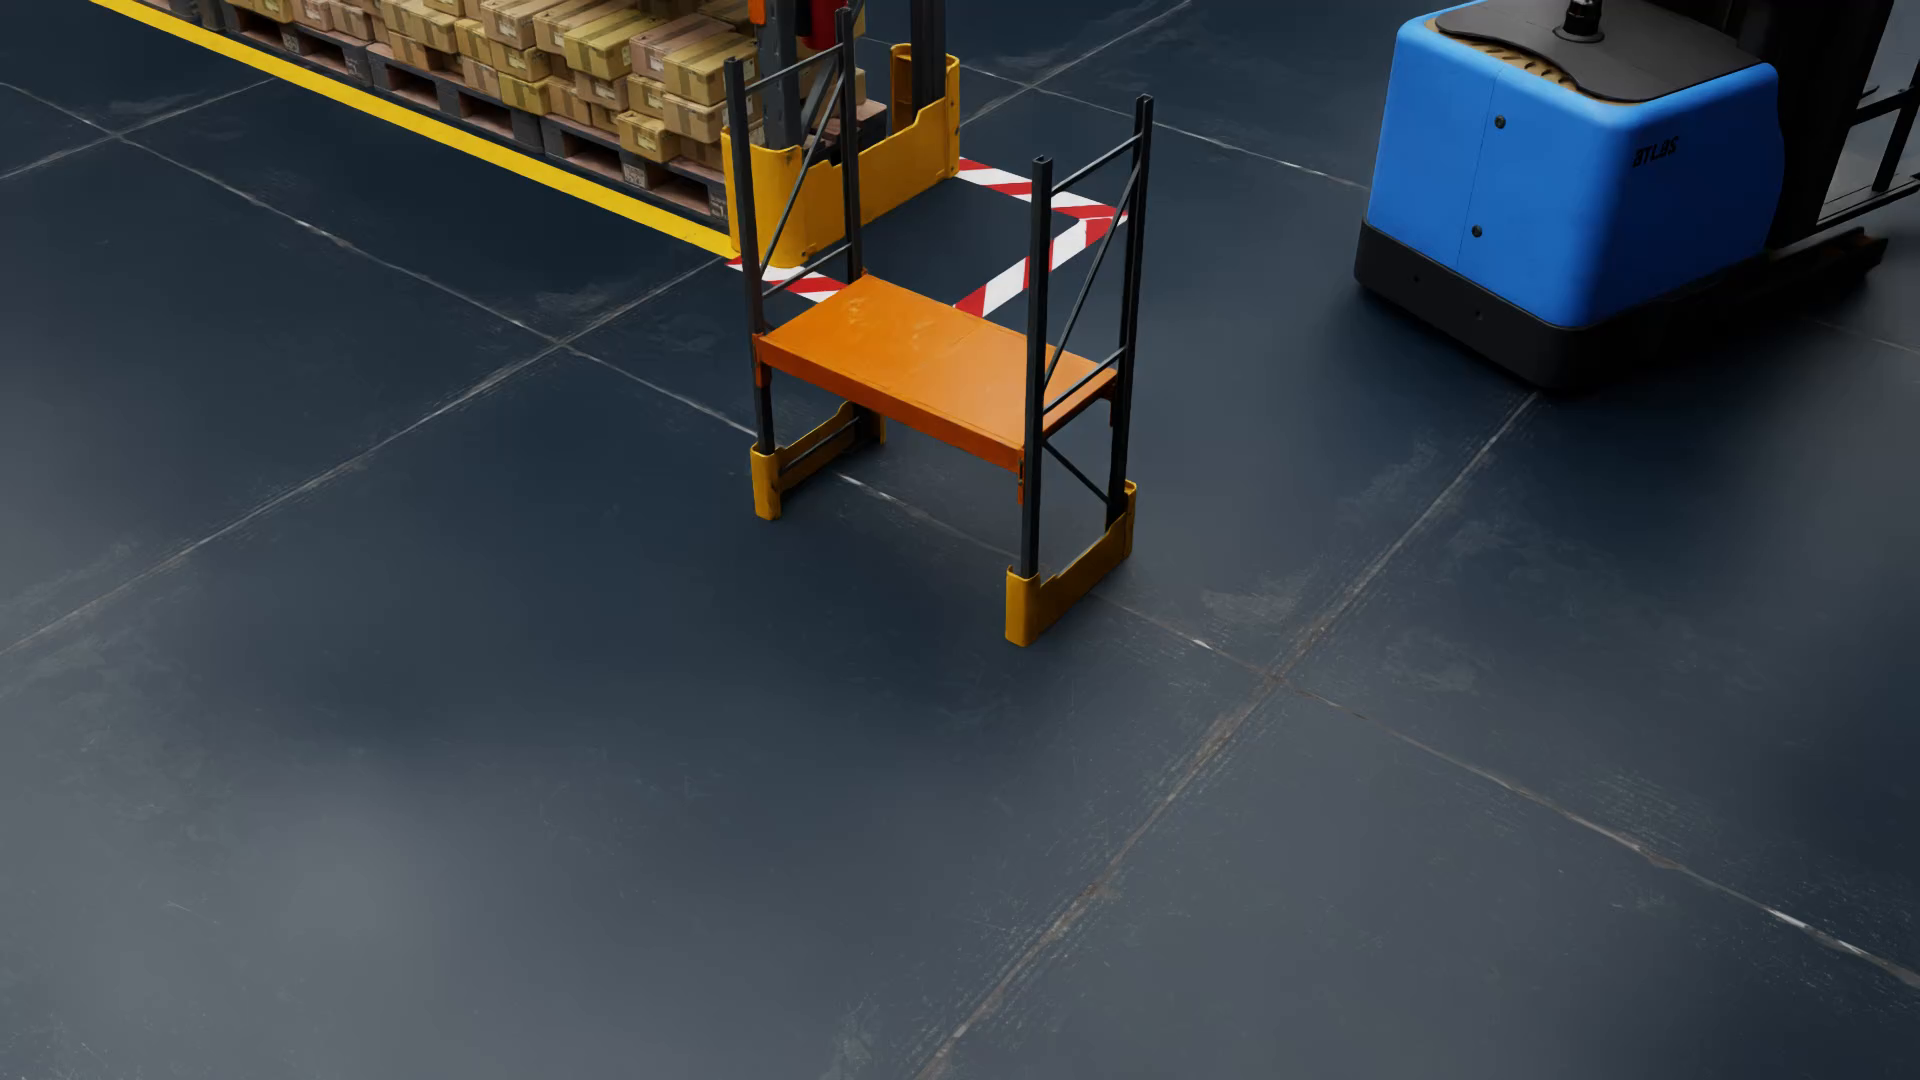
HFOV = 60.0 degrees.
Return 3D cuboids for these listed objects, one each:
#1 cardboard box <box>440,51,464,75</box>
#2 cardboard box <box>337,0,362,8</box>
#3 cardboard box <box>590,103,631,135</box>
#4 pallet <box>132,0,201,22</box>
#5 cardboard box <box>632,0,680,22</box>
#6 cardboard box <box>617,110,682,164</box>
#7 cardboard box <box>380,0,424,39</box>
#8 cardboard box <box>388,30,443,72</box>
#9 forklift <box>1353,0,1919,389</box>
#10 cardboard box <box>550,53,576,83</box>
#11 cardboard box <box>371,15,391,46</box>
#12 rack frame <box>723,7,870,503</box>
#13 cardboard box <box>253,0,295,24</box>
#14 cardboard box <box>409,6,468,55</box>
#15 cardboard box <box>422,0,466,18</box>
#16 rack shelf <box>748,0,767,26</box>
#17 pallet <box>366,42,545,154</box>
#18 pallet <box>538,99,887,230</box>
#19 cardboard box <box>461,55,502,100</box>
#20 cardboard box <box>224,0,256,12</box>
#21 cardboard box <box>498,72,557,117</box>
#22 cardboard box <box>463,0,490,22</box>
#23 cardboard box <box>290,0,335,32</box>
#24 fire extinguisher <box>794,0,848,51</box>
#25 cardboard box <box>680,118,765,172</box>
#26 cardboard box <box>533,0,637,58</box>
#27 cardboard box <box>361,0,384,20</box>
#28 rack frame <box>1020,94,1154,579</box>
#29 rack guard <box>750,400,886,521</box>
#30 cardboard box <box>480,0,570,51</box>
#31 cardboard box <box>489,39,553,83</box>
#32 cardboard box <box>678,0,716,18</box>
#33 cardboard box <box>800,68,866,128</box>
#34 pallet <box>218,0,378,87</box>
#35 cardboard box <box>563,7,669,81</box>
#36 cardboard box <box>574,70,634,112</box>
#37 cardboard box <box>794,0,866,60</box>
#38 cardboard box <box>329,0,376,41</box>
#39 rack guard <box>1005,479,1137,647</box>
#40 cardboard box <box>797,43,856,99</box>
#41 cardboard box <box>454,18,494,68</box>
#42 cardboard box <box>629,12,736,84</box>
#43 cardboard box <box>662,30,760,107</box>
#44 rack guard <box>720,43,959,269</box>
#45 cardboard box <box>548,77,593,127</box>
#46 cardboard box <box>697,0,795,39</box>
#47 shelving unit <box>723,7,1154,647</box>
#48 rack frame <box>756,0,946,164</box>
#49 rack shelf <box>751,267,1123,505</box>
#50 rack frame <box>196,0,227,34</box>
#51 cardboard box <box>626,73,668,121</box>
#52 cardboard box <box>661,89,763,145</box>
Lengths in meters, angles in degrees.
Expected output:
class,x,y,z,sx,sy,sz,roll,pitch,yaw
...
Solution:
class,x,y,z,sx,sy,sz,roll,pitch,yaw
cardboard box,-2.180,-2.288,7.711,0.250,0.149,0.380,27,45,30
cardboard box,-2.807,-2.707,8.004,0.250,0.149,0.380,23,44,26
cardboard box,-1.375,-1.894,7.207,0.250,0.149,0.380,25,44,28
pallet,-4.204,-3.259,9.241,1.213,0.211,1.003,25,45,29
cardboard box,-1.279,-2.461,7.450,0.250,0.149,0.380,23,44,27
cardboard box,-1.218,-1.752,7.027,0.250,0.149,0.380,27,45,30
cardboard box,-2.441,-2.466,7.698,0.250,0.149,0.380,25,44,28
cardboard box,-2.435,-2.349,7.789,0.250,0.149,0.380,24,44,27
forklift,3.038,-2.379,5.912,3.031,2.935,1.130,-22,43,-26
cardboard box,-1.565,-2.131,7.269,0.250,0.149,0.380,25,44,28
cardboard box,-2.583,-2.494,7.974,0.250,0.149,0.380,23,44,27
rack frame,-0.472,-0.813,5.072,0.032,1.500,0.500,25,45,29
cardboard box,-3.279,-2.715,8.257,0.250,0.149,0.380,27,45,30
cardboard box,-2.261,-2.362,7.564,0.250,0.149,0.380,26,45,29
cardboard box,-2.211,-2.515,7.518,0.250,0.149,0.380,25,45,29
rack shelf,-1.996,-3.034,7.275,4.000,0.370,1.077,25,45,29
pallet,-2.056,-2.277,7.987,1.213,0.211,1.003,25,45,29
pallet,-1.091,-1.820,7.403,1.213,0.211,1.003,25,45,29
cardboard box,-2.025,-2.157,7.543,0.250,0.149,0.380,26,45,29
cardboard box,-3.490,-2.815,8.384,0.250,0.149,0.380,23,44,27
cardboard box,-1.820,-2.045,7.400,0.250,0.149,0.380,23,44,27
cardboard box,-1.986,-2.431,7.411,0.250,0.149,0.380,24,44,27
cardboard box,-3.050,-2.648,8.171,0.250,0.149,0.380,25,44,28
fire extinguisher,-0.487,-2.070,5.826,0.183,0.674,0.296,25,45,29
cardboard box,-0.952,-1.706,6.967,0.250,0.149,0.380,26,45,29
cardboard box,-1.596,-2.204,7.121,0.250,0.149,0.380,23,44,27
cardboard box,-2.603,-2.592,7.858,0.250,0.149,0.380,27,46,30
rack frame,0.336,-0.432,4.585,0.032,1.500,0.500,25,45,29
rack guard,-0.456,-0.313,5.448,0.087,0.250,0.587,25,45,29
cardboard box,-1.844,-2.278,7.215,0.250,0.149,0.380,27,45,30
cardboard box,-1.833,-2.167,7.315,0.250,0.149,0.380,26,45,29
cardboard box,-1.031,-2.409,7.383,0.250,0.149,0.380,25,45,28
cardboard box,-0.629,-1.964,7.297,0.250,0.149,0.380,26,45,29
pallet,-3.029,-2.734,8.571,1.213,0.211,1.003,25,45,29
cardboard box,-1.429,-2.076,6.958,0.250,0.149,0.380,24,44,28
cardboard box,-1.414,-1.980,7.076,0.250,0.149,0.380,23,44,27
cardboard box,-0.617,-2.208,7.126,0.250,0.149,0.380,23,44,27
cardboard box,-2.818,-2.577,8.080,0.250,0.149,0.380,24,44,28
rack guard,0.335,0.060,4.971,0.087,0.250,0.587,25,45,29
cardboard box,-0.667,-2.050,7.166,0.250,0.149,0.380,27,46,30
cardboard box,-2.025,-2.272,7.450,0.250,0.149,0.380,28,46,31
cardboard box,-1.146,-2.041,6.913,0.250,0.149,0.380,26,45,29
cardboard box,-0.982,-1.919,6.757,0.250,0.149,0.380,26,45,29
rack guard,-0.467,-1.612,6.904,0.348,0.500,1.175,25,45,29
cardboard box,-1.579,-1.980,7.317,0.250,0.149,0.380,26,45,29
cardboard box,-0.909,-2.252,7.182,0.250,0.149,0.380,26,45,29
shelving unit,-0.061,-0.619,4.824,1.083,1.500,0.587,25,45,29
rack frame,-0.407,-2.568,6.097,0.127,3.000,1.000,25,45,29
rack shelf,-0.068,-0.481,4.939,1.000,0.185,0.538,25,45,29
rack frame,-3.584,-4.066,8.010,0.127,3.000,1.000,25,45,29
cardboard box,-1.175,-1.910,6.987,0.250,0.149,0.380,24,44,28
cardboard box,-1.000,-1.786,6.828,0.250,0.149,0.380,24,44,27
